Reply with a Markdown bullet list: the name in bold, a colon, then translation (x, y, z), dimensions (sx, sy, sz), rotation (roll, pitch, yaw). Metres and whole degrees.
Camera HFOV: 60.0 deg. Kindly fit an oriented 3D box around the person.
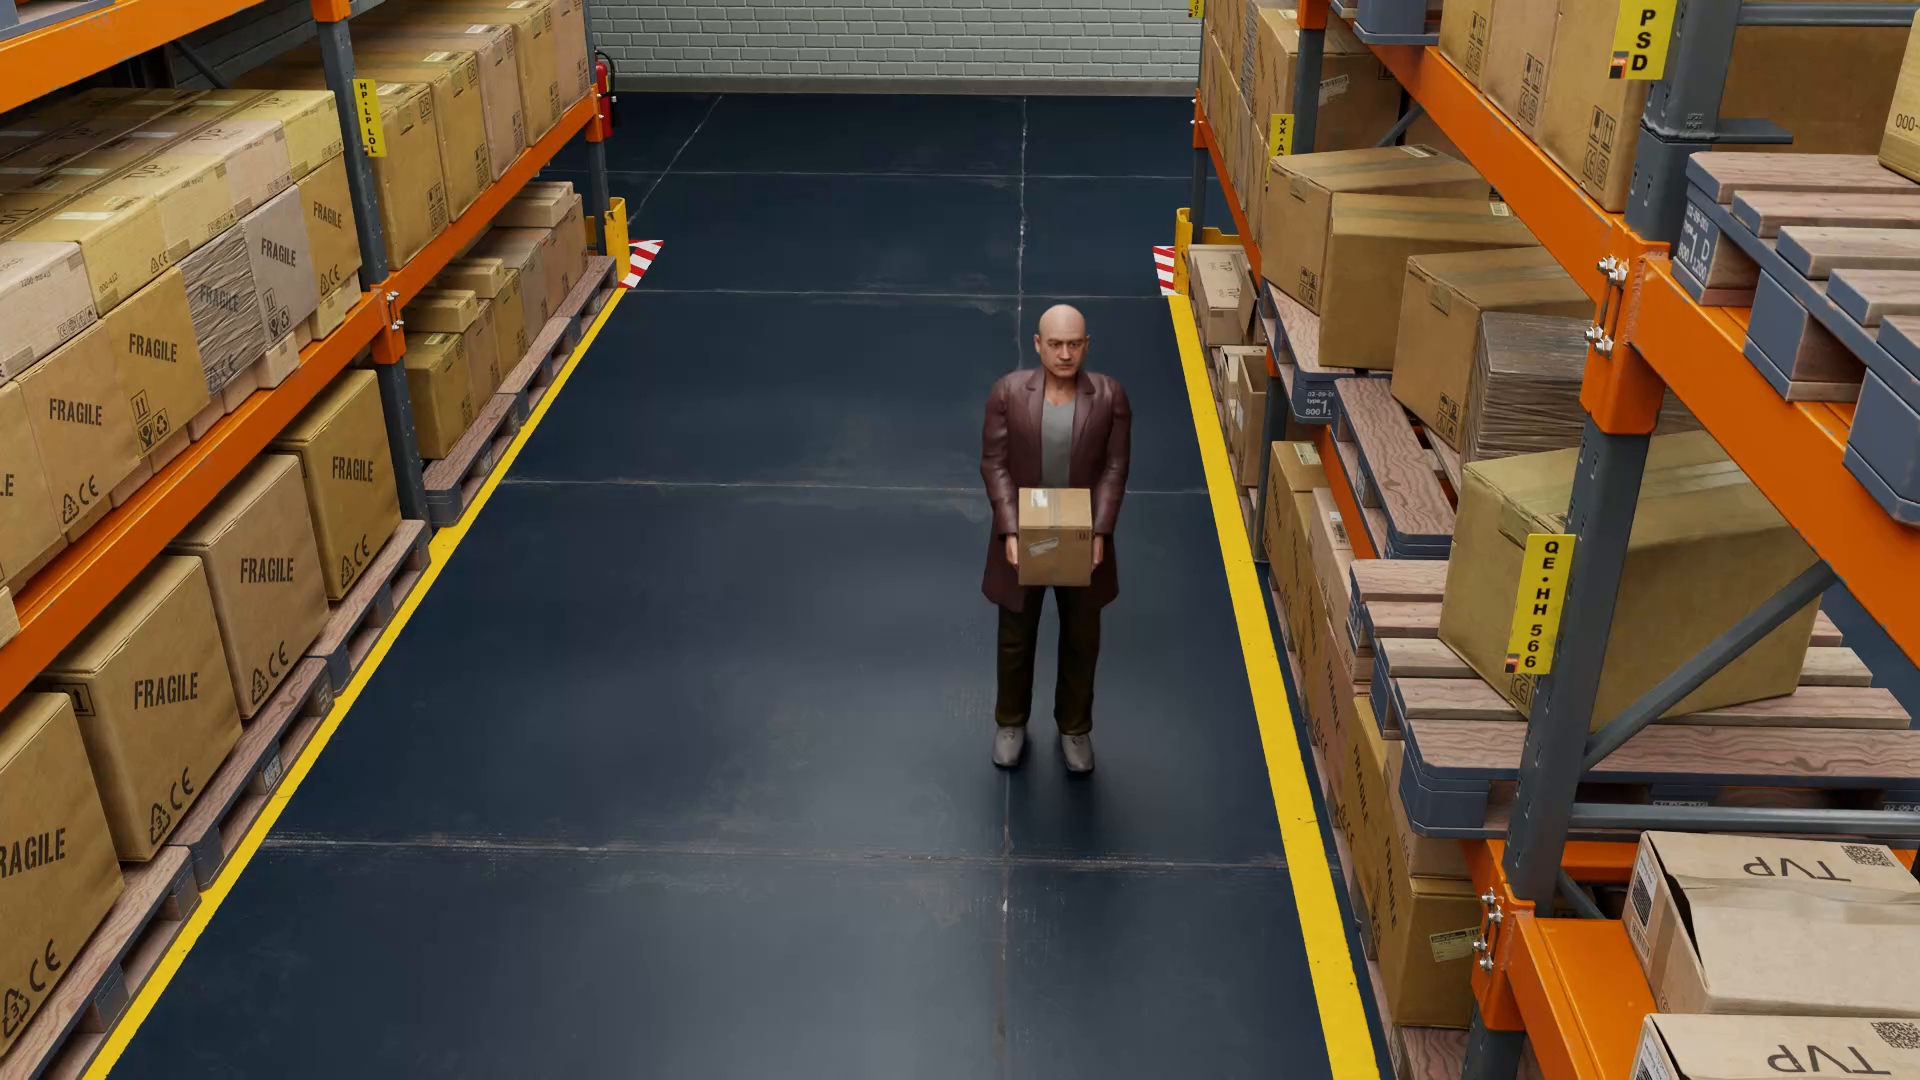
- **person**: translation (0.333, 0.045, 6.045), dimensions (0.530, 1.779, 0.541), rotation (1, 28, 1)
